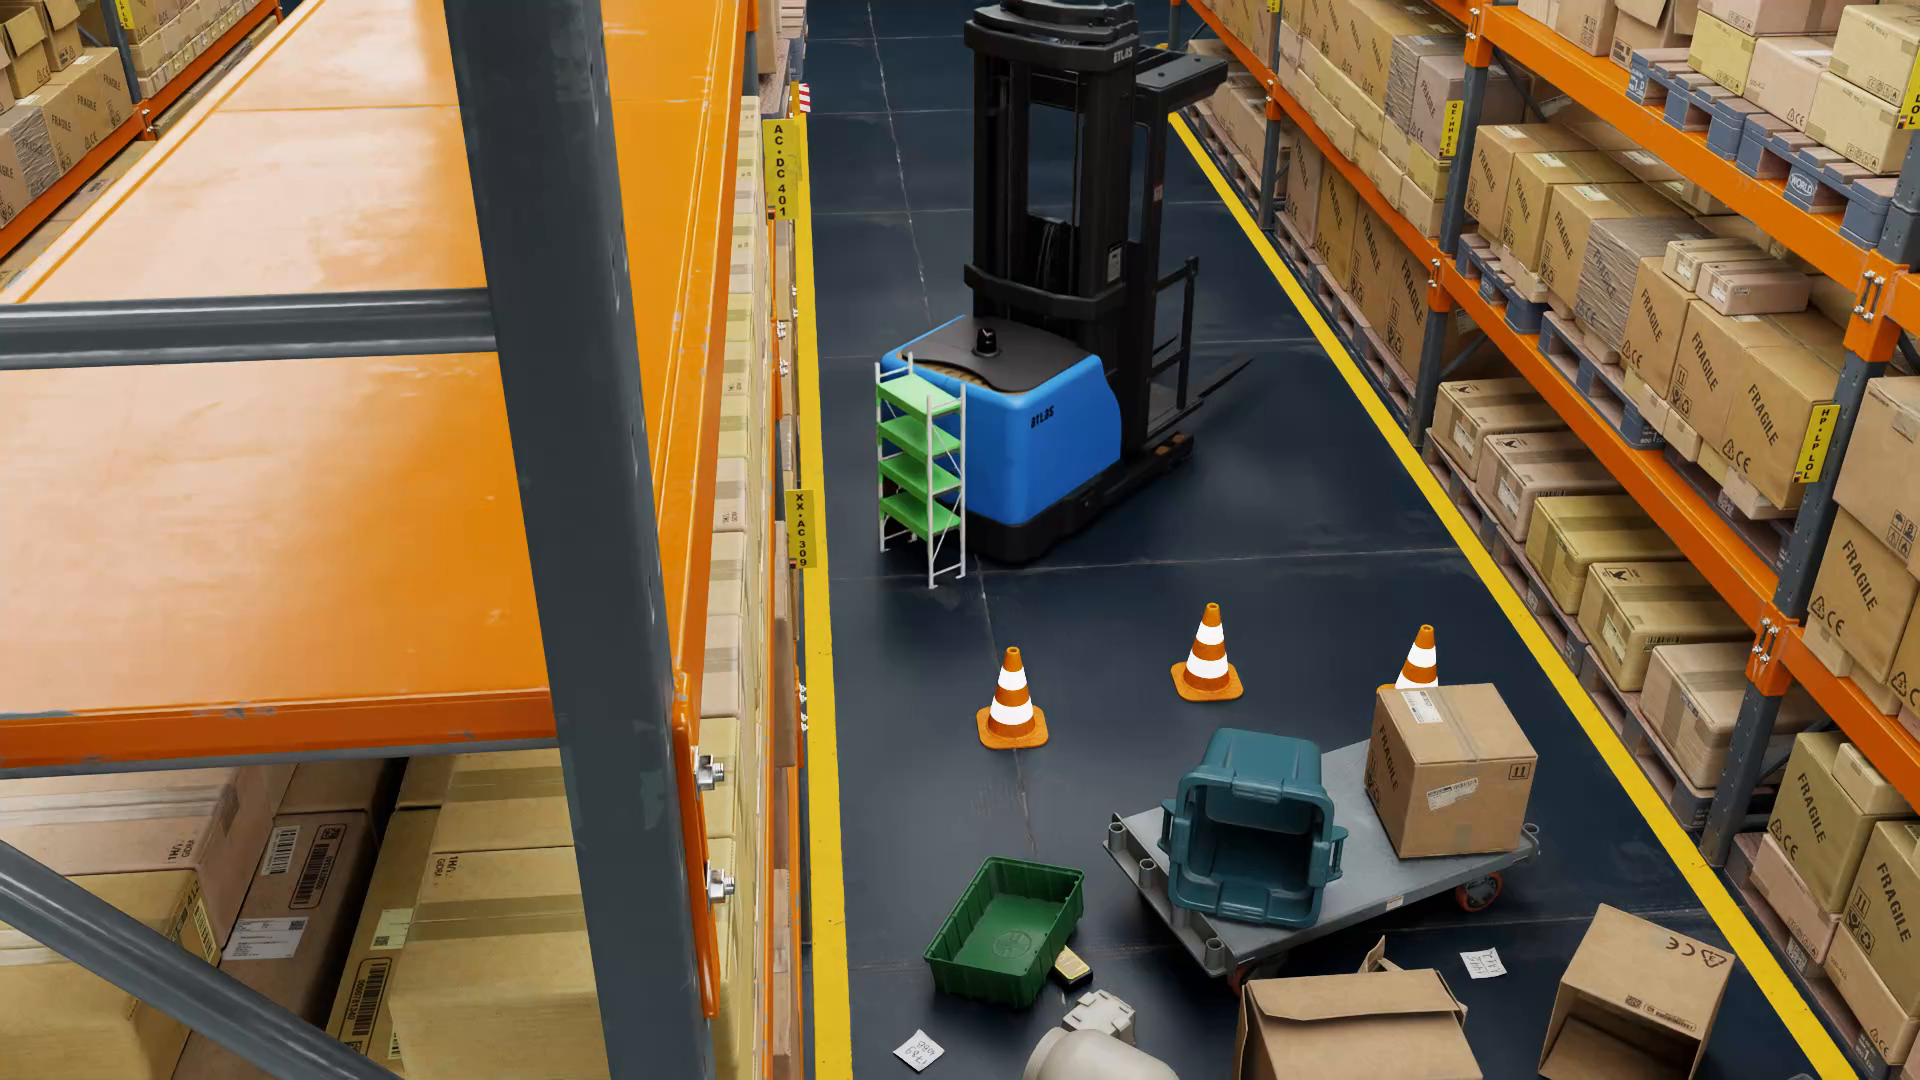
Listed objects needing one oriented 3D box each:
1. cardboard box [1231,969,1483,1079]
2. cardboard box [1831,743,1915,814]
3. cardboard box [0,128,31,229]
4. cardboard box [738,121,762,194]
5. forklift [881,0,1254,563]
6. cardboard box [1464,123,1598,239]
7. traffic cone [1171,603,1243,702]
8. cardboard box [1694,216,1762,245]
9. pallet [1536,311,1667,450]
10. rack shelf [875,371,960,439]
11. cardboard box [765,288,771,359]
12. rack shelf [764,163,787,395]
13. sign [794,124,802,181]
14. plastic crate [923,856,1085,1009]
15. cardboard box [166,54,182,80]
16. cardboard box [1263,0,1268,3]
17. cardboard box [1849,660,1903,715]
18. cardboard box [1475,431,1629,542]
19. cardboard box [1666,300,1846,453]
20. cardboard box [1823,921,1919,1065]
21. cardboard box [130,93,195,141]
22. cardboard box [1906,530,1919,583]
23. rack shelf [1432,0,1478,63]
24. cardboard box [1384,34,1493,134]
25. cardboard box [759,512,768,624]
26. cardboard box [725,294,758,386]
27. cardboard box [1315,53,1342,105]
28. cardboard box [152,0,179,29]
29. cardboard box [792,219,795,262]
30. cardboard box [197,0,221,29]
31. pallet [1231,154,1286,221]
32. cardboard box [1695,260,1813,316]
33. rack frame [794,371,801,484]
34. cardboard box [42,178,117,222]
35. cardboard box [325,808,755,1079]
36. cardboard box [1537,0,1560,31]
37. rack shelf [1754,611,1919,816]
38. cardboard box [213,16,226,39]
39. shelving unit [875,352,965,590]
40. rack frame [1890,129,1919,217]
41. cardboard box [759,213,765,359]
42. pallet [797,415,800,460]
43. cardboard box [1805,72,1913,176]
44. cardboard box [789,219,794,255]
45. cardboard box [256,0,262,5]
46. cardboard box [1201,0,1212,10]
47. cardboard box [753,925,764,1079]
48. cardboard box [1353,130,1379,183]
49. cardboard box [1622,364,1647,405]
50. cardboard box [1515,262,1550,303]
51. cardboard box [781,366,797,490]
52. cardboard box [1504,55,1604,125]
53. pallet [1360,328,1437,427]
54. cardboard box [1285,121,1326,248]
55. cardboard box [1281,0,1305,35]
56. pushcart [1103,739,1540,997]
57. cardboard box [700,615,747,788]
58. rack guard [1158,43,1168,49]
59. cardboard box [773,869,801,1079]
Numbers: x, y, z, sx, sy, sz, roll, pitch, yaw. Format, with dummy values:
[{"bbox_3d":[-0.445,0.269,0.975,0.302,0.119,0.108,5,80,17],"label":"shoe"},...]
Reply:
[{"bbox_3d":[1.391,1.910,5.930,0.797,0.637,0.503,-3,31,-5],"label":"cardboard box"},{"bbox_3d":[3.536,0.887,6.248,0.380,0.149,0.250,-2,31,-4],"label":"cardboard box"},{"bbox_3d":[-6.319,-2.290,10.561,0.500,0.500,0.500,-3,31,-5],"label":"cardboard box"},{"bbox_3d":[-0.746,-1.050,4.618,0.380,0.149,0.250,-3,31,-5],"label":"cardboard box"},{"bbox_3d":[0.833,-1.824,9.946,1.130,2.935,3.031,22,37,32],"label":"forklift"},{"bbox_3d":[3.235,-2.046,9.453,0.500,0.500,0.500,-4,31,-6],"label":"cardboard box"},{"bbox_3d":[1.265,0.529,8.413,0.336,0.463,0.334,-3,31,-5],"label":"traffic cone"},{"bbox_3d":[3.901,-1.268,8.151,0.500,0.500,0.500,-4,31,-7],"label":"cardboard box"},{"bbox_3d":[3.649,-0.845,8.427,1.003,0.211,1.213,-3,31,-5],"label":"pallet"},{"bbox_3d":[-0.217,-0.735,9.000,0.258,0.148,0.480,-21,37,-30],"label":"rack shelf"},{"bbox_3d":[-0.720,-0.577,4.604,0.380,0.149,0.250,-2,31,-4],"label":"cardboard box"},{"bbox_3d":[-1.308,-1.605,7.289,1.077,0.370,4.000,-3,31,-5],"label":"rack shelf"},{"bbox_3d":[-0.943,-2.172,9.333,0.100,0.325,0.005,-3,31,-5],"label":"sign"},{"bbox_3d":[0.199,1.604,6.827,0.450,0.188,0.662,4,30,26],"label":"plastic crate"},{"bbox_3d":[-6.563,-3.831,13.484,0.380,0.149,0.250,-2,31,-3],"label":"cardboard box"},{"bbox_3d":[2.731,-4.678,13.584,0.500,0.500,0.500,-3,31,-5],"label":"cardboard box"},{"bbox_3d":[3.583,0.517,6.205,0.380,0.149,0.250,-2,31,-3],"label":"cardboard box"},{"bbox_3d":[3.544,-0.323,9.519,0.950,0.372,0.625,-3,31,-6],"label":"cardboard box"},{"bbox_3d":[3.478,-0.722,7.238,0.500,0.500,0.500,-3,31,-4],"label":"cardboard box"},{"bbox_3d":[3.645,1.693,6.263,0.500,0.250,0.500,-1,31,-2],"label":"cardboard box"},{"bbox_3d":[-6.799,-3.112,13.698,0.875,0.875,0.875,-3,31,-5],"label":"cardboard box"},{"bbox_3d":[3.649,0.003,5.457,0.700,0.500,0.500,-3,31,-4],"label":"cardboard box"},{"bbox_3d":[3.237,-3.936,11.191,1.077,0.370,4.000,-3,31,-5],"label":"rack shelf"},{"bbox_3d":[3.059,-2.921,10.643,0.500,0.500,0.500,-2,31,-4],"label":"cardboard box"},{"bbox_3d":[-0.603,0.070,3.522,0.380,0.149,0.250,-2,31,-4],"label":"cardboard box"},{"bbox_3d":[-0.628,-0.403,3.536,0.380,0.149,0.250,-2,31,-4],"label":"cardboard box"},{"bbox_3d":[2.908,-3.366,12.120,0.500,0.250,0.500,-2,31,-4],"label":"cardboard box"},{"bbox_3d":[-6.645,-4.397,13.312,0.500,0.500,0.500,-3,31,-5],"label":"cardboard box"},{"bbox_3d":[-1.549,-2.431,12.923,0.500,0.500,0.500,-3,31,-6],"label":"cardboard box"},{"bbox_3d":[-6.734,-4.589,14.365,0.500,0.250,0.500,-3,31,-4],"label":"cardboard box"},{"bbox_3d":[3.057,-3.173,14.857,1.003,0.211,1.213,-3,31,-5],"label":"pallet"},{"bbox_3d":[3.452,-1.099,7.236,0.380,0.149,0.250,-4,31,-6],"label":"cardboard box"},{"bbox_3d":[-1.495,-1.647,9.583,1.000,3.000,0.127,-3,31,-5],"label":"rack frame"},{"bbox_3d":[-6.653,-1.989,11.818,1.225,0.875,0.875,-4,31,-6],"label":"cardboard box"},{"bbox_3d":[-0.537,0.604,2.237,0.500,0.250,0.500,-3,31,-5],"label":"cardboard box"},{"bbox_3d":[3.308,-2.867,8.830,0.396,0.266,0.258,-3,31,-5],"label":"cardboard box"},{"bbox_3d":[3.984,1.436,5.122,1.077,0.370,4.000,-3,31,-5],"label":"rack shelf"},{"bbox_3d":[-6.687,-4.491,14.589,0.380,0.149,0.250,-2,31,-4],"label":"cardboard box"},{"bbox_3d":[-0.217,-0.378,9.213,0.258,1.200,0.503,-21,37,-30],"label":"shelving unit"},{"bbox_3d":[3.797,-2.469,5.109,1.000,3.000,0.127,-3,31,-5],"label":"rack frame"},{"bbox_3d":[-0.773,-0.682,4.391,0.500,0.250,0.500,-3,31,-5],"label":"cardboard box"},{"bbox_3d":[-1.567,-0.849,10.966,1.003,0.211,1.213,-3,31,-5],"label":"pallet"},{"bbox_3d":[3.599,-1.588,6.296,0.500,0.250,0.500,-3,31,-6],"label":"cardboard box"},{"bbox_3d":[-1.449,-2.218,11.835,0.500,0.250,0.500,-4,31,-7],"label":"cardboard box"},{"bbox_3d":[-6.803,-5.139,15.674,0.380,0.149,0.250,-2,31,-4],"label":"cardboard box"},{"bbox_3d":[2.540,-5.287,15.579,0.500,0.500,0.500,-3,31,-5],"label":"cardboard box"},{"bbox_3d":[-0.485,0.714,2.443,0.380,0.149,0.250,-2,31,-4],"label":"cardboard box"},{"bbox_3d":[3.024,-2.635,11.383,0.500,0.250,0.500,-3,31,-5],"label":"cardboard box"},{"bbox_3d":[3.394,-0.737,7.895,0.380,0.149,0.250,-3,31,-5],"label":"cardboard box"},{"bbox_3d":[3.247,-1.404,9.011,0.380,0.149,0.250,-3,31,-4],"label":"cardboard box"},{"bbox_3d":[-0.995,-0.442,7.468,0.500,0.500,0.500,-3,31,-5],"label":"cardboard box"},{"bbox_3d":[3.621,-2.671,10.225,0.500,0.500,0.500,-4,31,-6],"label":"cardboard box"},{"bbox_3d":[3.425,-1.145,11.461,1.003,0.211,1.213,-3,31,-5],"label":"pallet"},{"bbox_3d":[3.188,-2.933,13.399,0.875,0.875,0.875,-2,31,-3],"label":"cardboard box"},{"bbox_3d":[2.805,-4.212,12.804,0.500,0.500,0.500,-2,31,-4],"label":"cardboard box"},{"bbox_3d":[1.532,1.367,7.094,1.648,0.377,0.936,-14,33,-22],"label":"pushcart"},{"bbox_3d":[-0.509,0.248,2.446,0.380,0.149,0.250,-3,31,-5],"label":"cardboard box"},{"bbox_3d":[2.674,-4.959,17.566,1.175,0.500,0.348,-3,31,-5],"label":"rack guard"},{"bbox_3d":[-0.804,1.149,3.702,0.875,0.550,0.550,-3,31,-5],"label":"cardboard box"}]
